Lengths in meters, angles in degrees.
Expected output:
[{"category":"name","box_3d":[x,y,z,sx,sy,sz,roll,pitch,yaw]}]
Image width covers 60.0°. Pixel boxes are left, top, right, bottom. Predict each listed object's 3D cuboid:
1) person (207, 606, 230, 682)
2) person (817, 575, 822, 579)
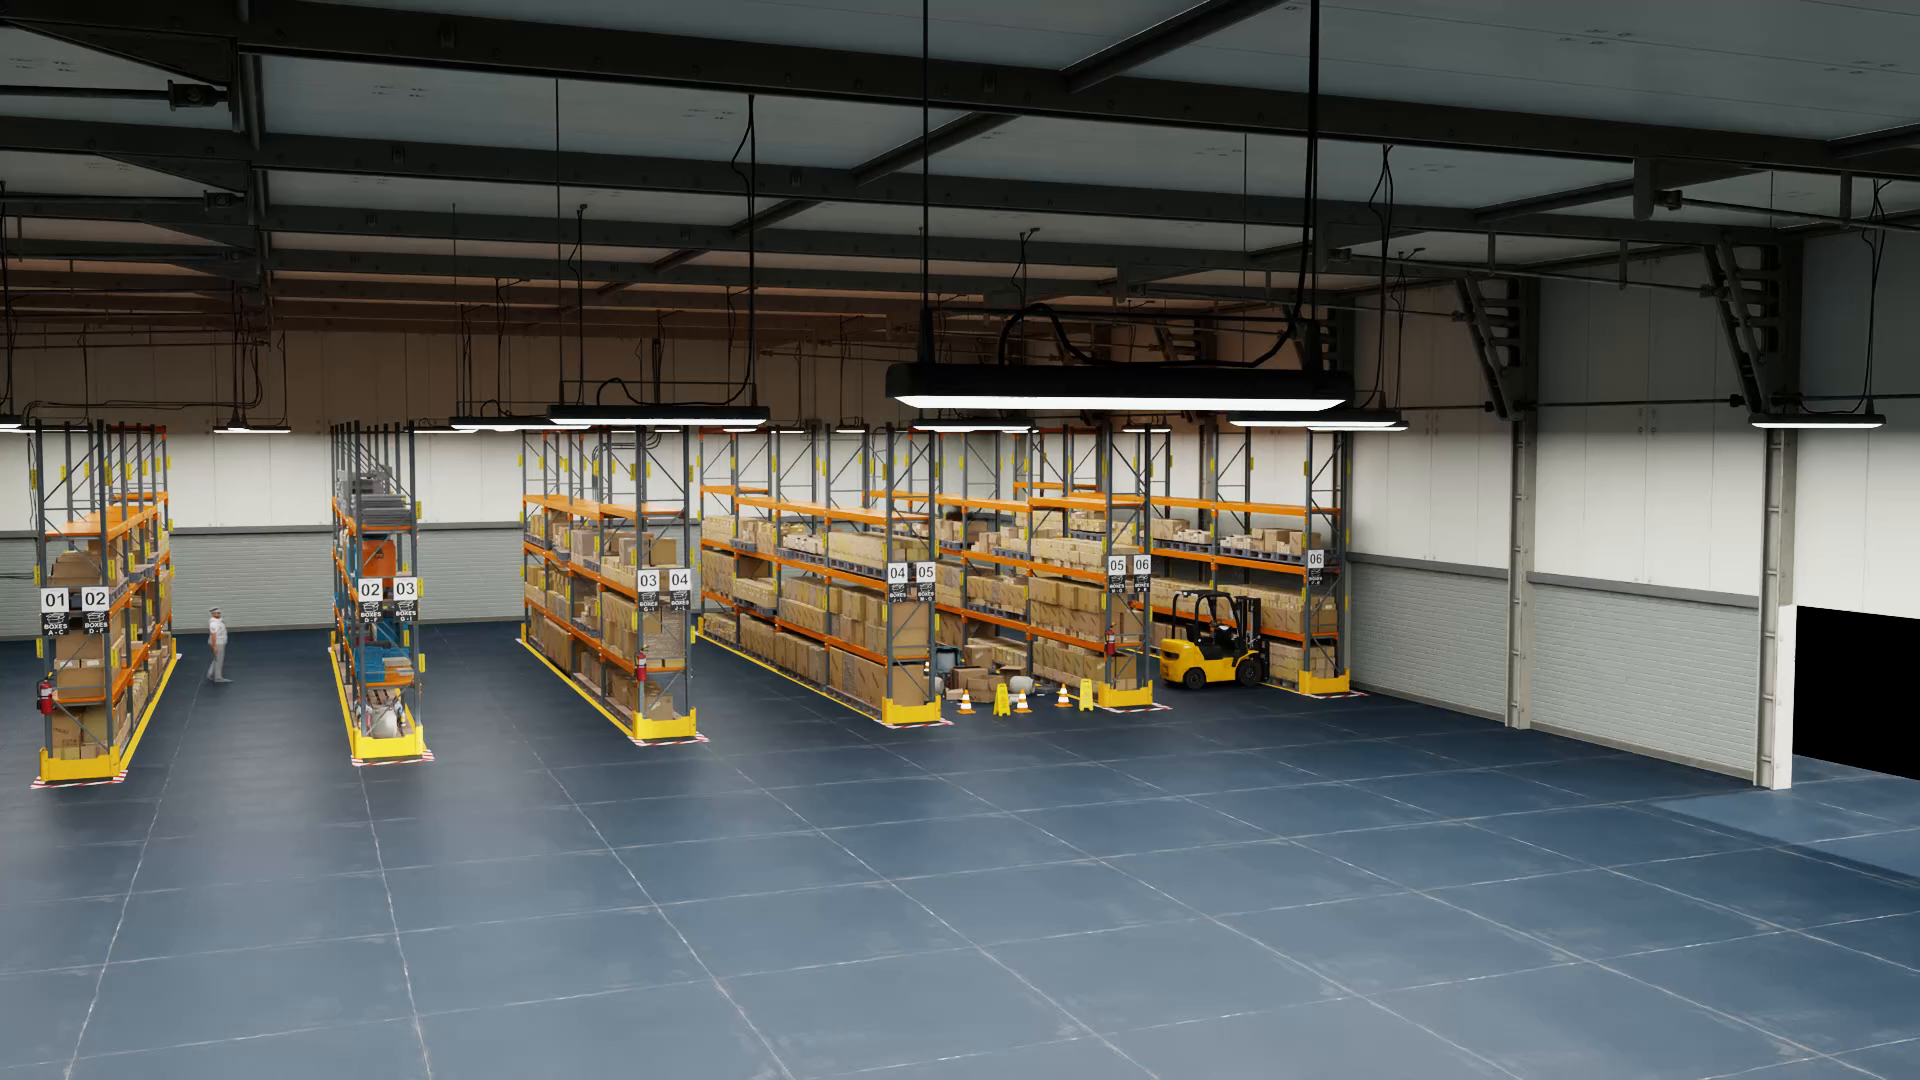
[{"category":"person","box_3d":[-17.231,2.421,38.615,0.487,1.766,0.564,-3,4,-36]},{"category":"person","box_3d":[-4.191,1.865,48.932,0.545,1.686,0.421,2,4,26]}]
